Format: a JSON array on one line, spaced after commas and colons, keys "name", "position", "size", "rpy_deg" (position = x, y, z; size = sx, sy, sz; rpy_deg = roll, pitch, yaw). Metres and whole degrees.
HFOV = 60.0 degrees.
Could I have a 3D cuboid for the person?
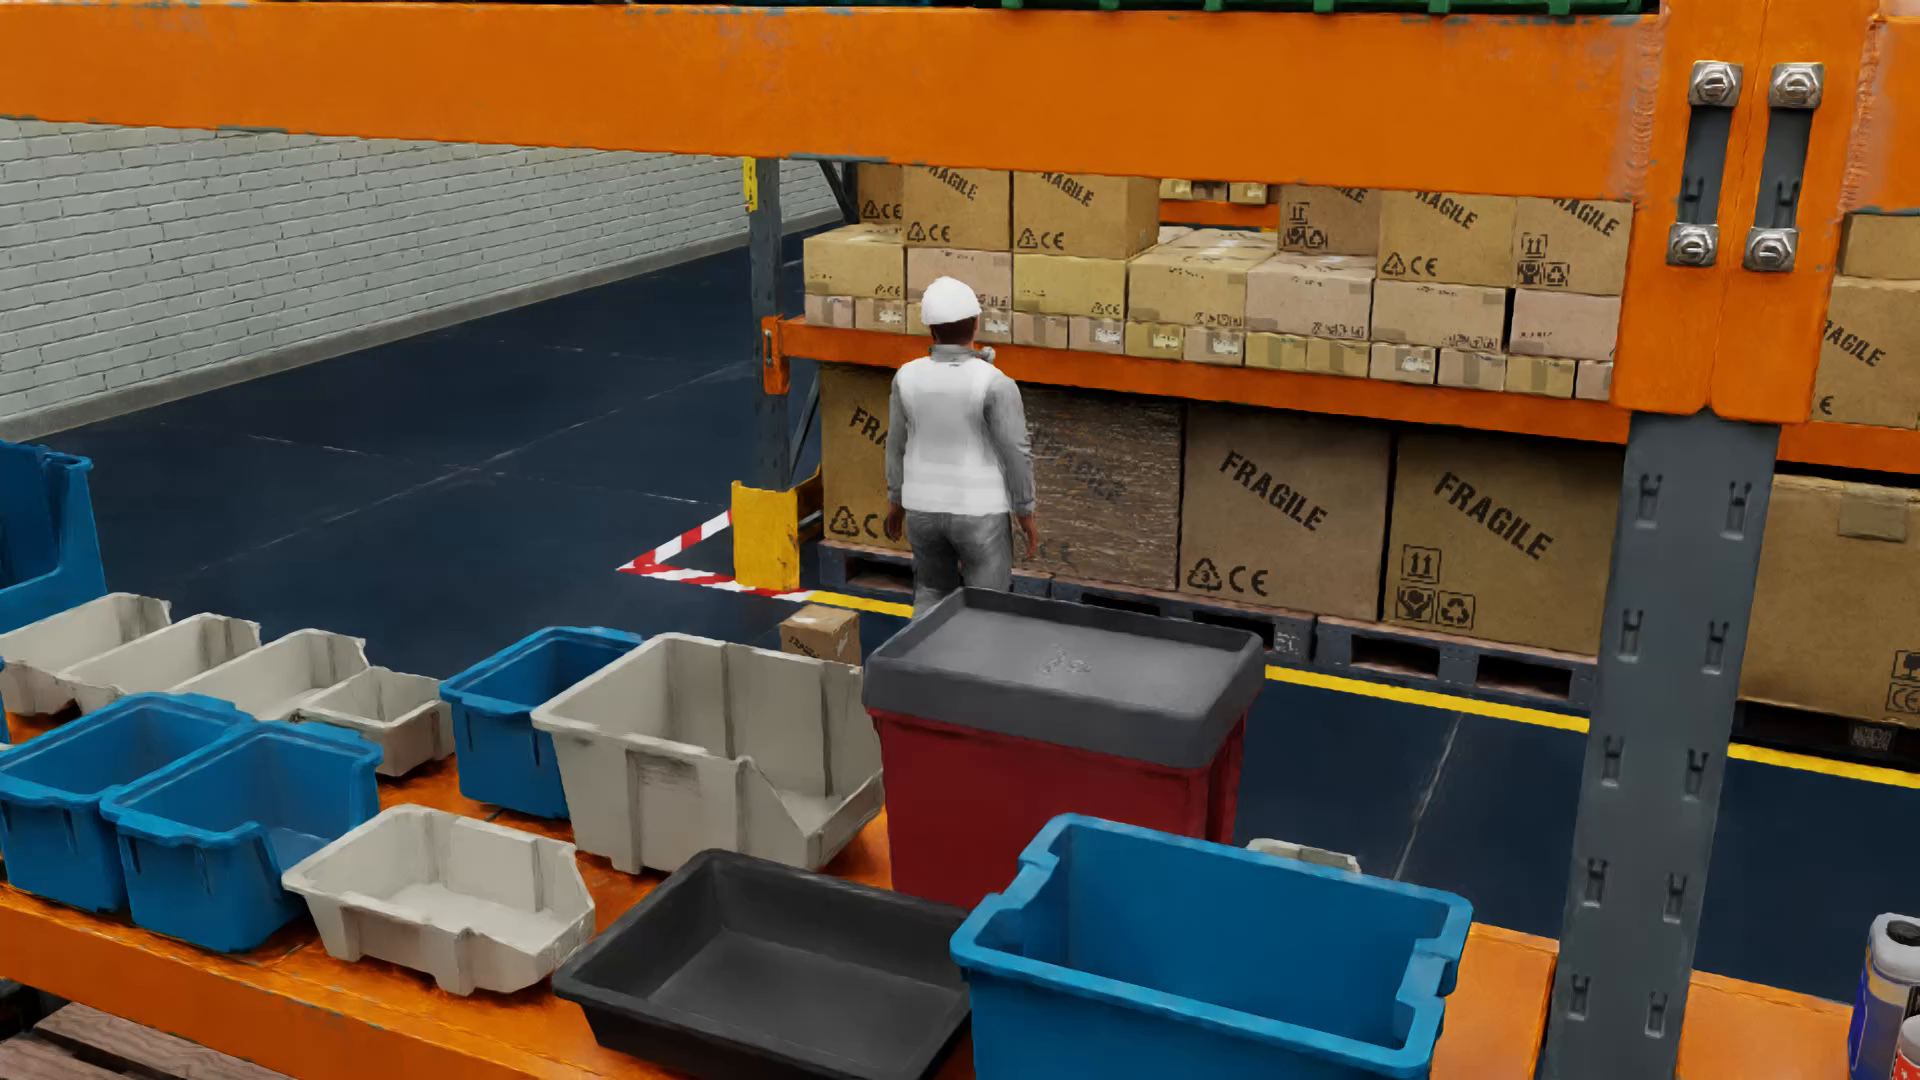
[{"name": "person", "position": [-0.021, -0.102, 6.265], "size": [0.618, 1.762, 0.477], "rpy_deg": [9, 21, 26]}]
